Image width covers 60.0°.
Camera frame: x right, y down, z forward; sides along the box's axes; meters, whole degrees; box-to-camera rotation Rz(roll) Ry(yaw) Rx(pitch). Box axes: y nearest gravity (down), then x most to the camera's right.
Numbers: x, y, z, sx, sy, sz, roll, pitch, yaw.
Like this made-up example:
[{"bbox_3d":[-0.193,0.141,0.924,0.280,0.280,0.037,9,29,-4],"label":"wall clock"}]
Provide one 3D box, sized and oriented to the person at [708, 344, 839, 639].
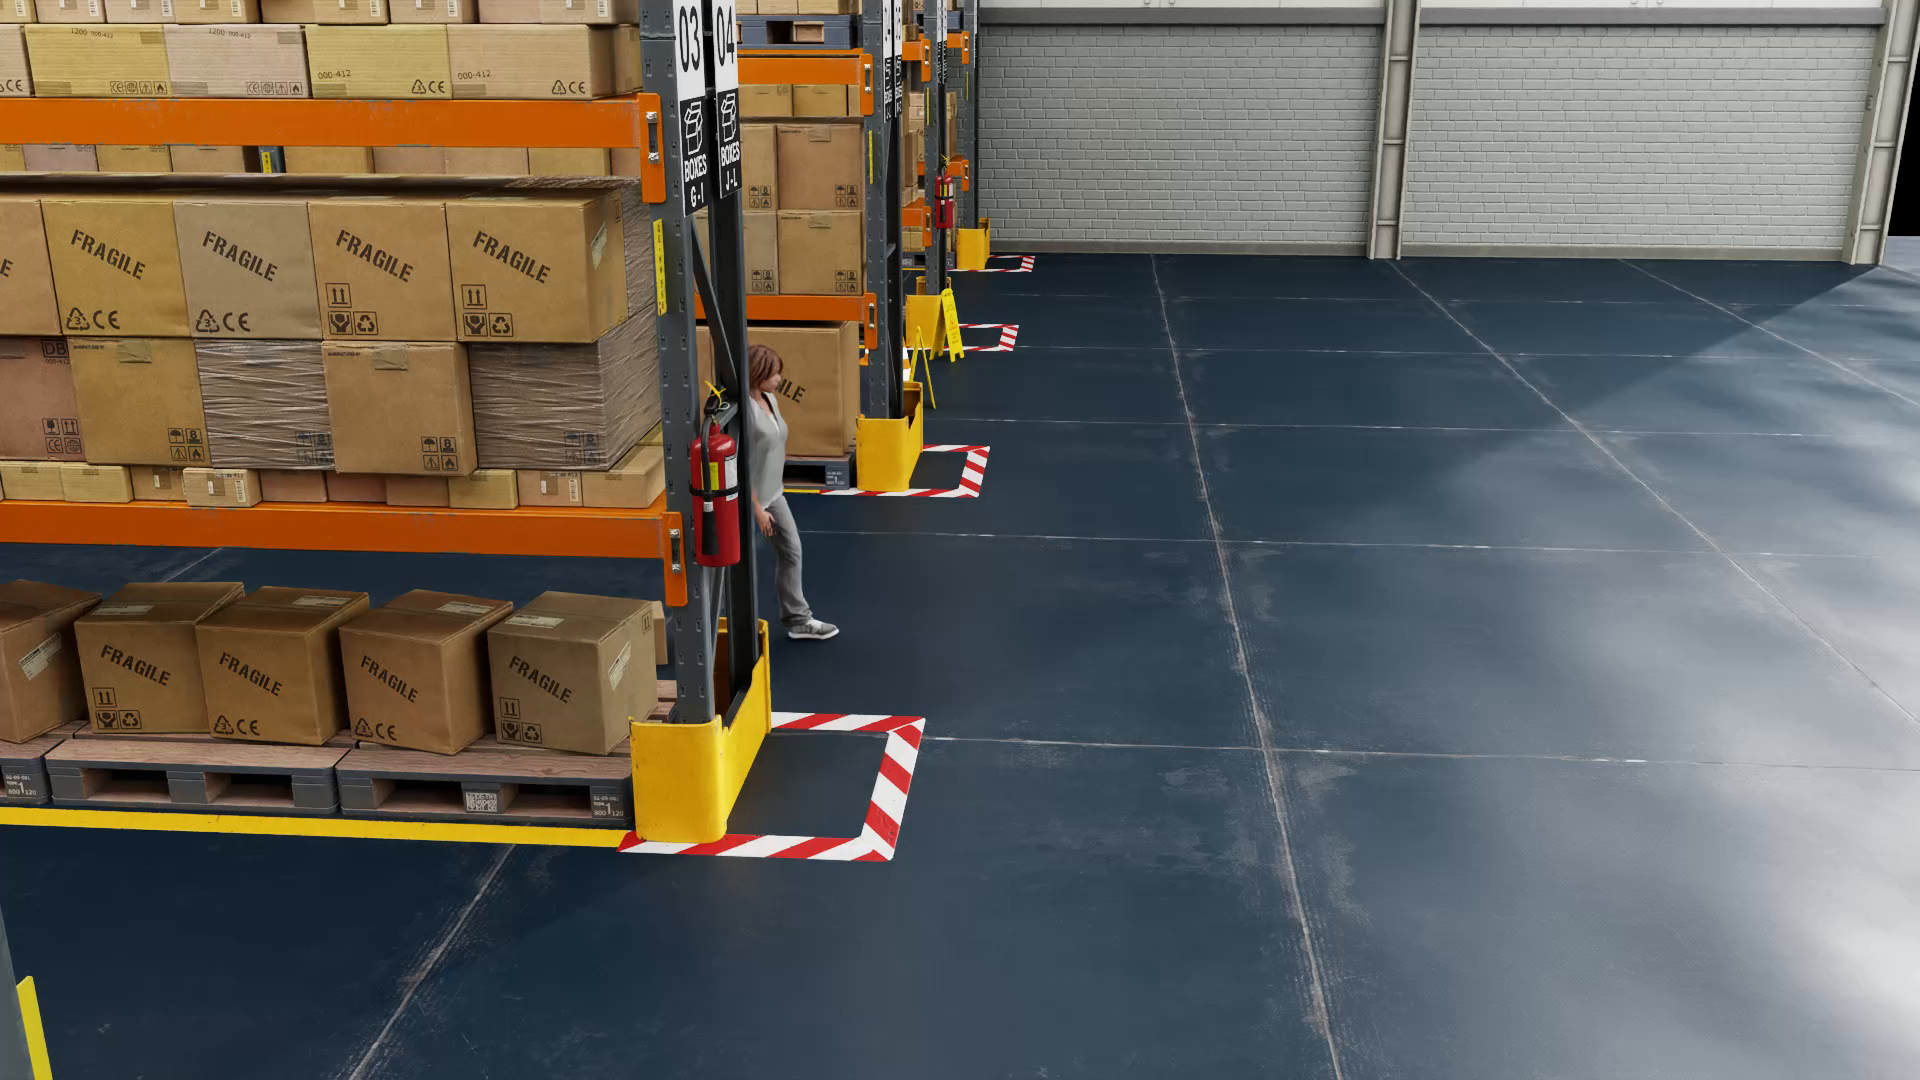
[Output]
[{"bbox_3d":[-1.035,-0.207,8.243,0.690,1.556,0.554,8,19,22],"label":"person"}]
